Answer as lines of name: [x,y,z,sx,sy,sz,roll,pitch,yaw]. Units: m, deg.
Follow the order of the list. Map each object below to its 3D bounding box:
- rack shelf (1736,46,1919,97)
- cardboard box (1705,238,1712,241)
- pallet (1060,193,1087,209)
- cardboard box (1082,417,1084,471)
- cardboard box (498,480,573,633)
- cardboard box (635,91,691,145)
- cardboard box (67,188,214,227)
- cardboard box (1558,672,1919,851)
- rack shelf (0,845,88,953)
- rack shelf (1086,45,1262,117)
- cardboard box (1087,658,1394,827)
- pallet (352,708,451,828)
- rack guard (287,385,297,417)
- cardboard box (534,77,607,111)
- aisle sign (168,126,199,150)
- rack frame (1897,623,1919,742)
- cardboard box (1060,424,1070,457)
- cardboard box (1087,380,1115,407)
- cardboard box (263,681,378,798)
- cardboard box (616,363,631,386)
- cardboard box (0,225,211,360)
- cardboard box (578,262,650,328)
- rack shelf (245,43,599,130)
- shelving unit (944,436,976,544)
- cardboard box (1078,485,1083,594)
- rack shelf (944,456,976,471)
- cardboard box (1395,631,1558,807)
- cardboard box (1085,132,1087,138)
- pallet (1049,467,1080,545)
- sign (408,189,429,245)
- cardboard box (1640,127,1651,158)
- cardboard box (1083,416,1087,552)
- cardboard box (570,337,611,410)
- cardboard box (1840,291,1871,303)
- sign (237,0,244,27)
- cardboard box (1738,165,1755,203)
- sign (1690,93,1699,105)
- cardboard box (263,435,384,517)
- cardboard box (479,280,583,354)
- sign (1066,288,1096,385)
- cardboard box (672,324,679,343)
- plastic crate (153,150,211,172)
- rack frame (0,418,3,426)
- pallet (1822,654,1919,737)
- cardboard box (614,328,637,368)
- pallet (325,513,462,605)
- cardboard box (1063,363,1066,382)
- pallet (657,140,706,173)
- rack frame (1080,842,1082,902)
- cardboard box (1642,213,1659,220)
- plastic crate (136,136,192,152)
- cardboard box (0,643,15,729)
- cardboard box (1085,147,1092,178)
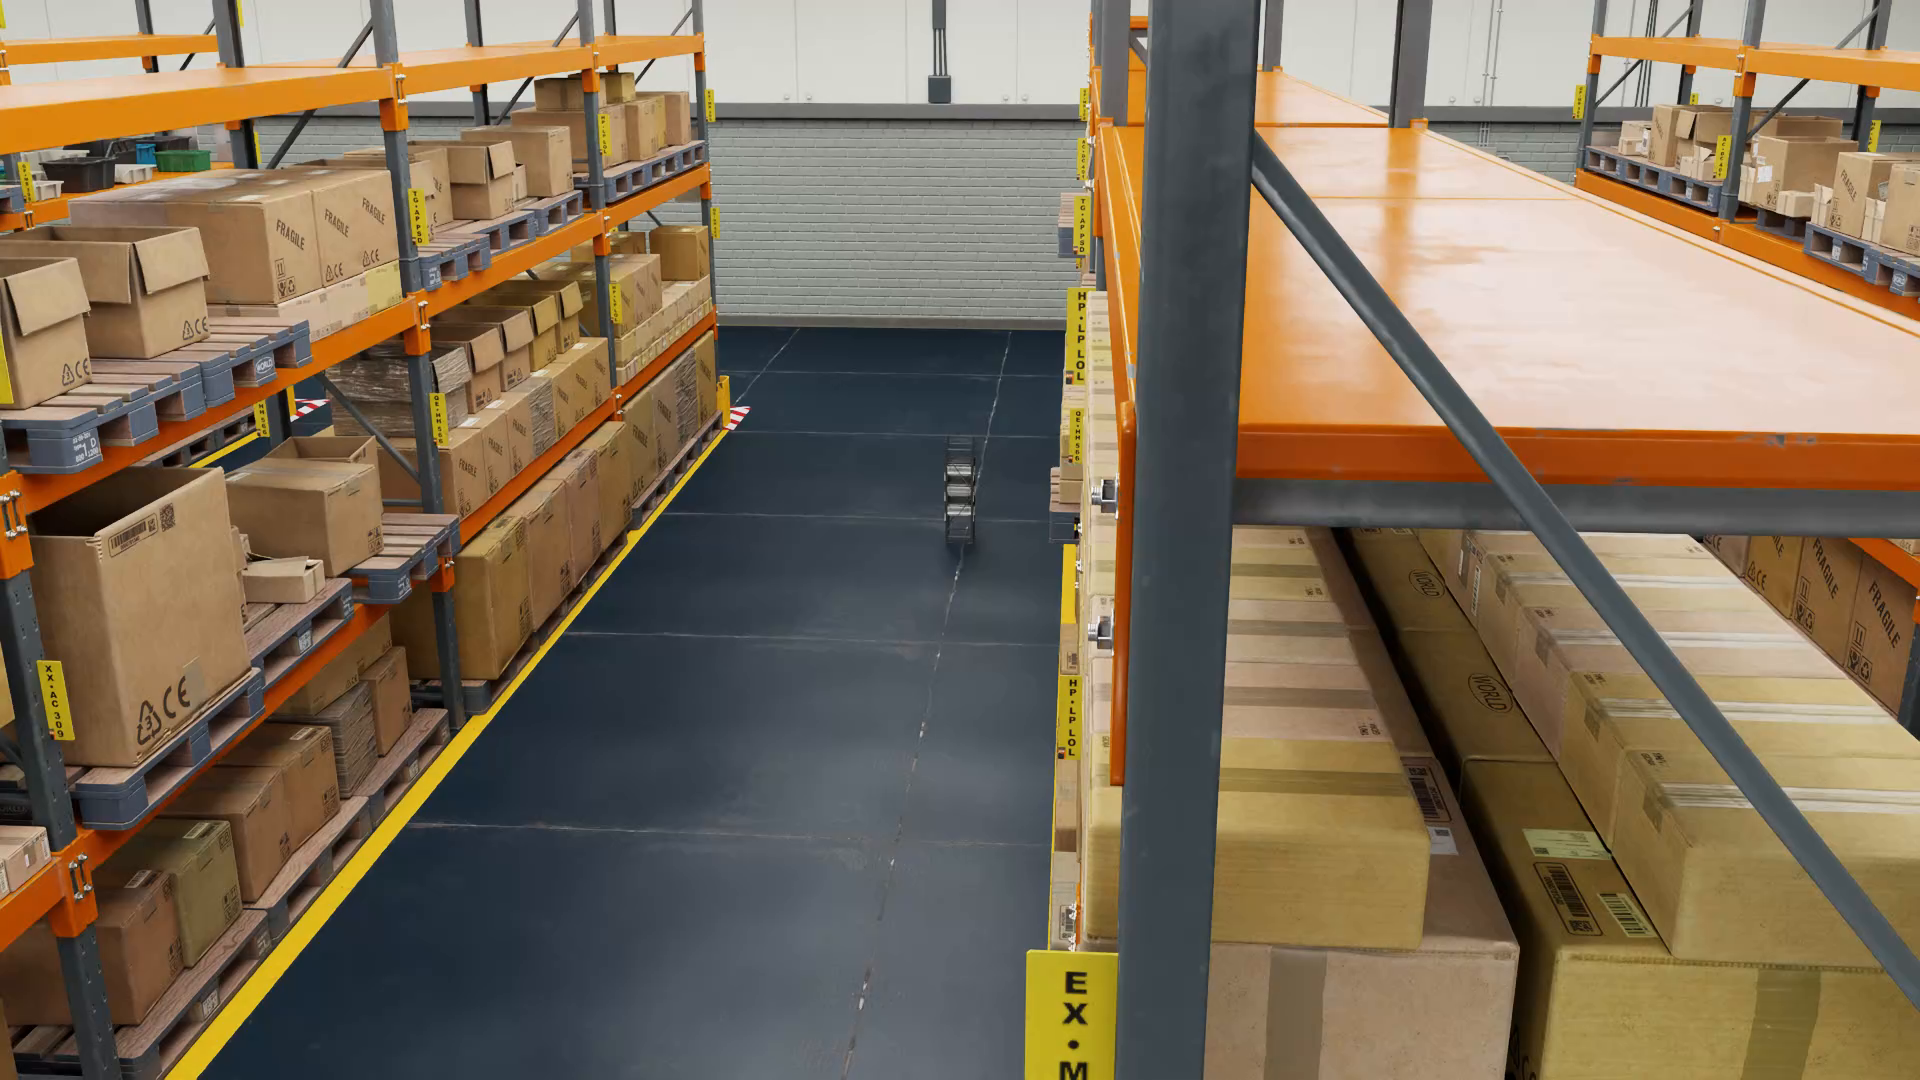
rack shelf: [6.319,-2.946,10.761,1.077,0.370,4.000,1,18,4]
cardboard box: [6.786,-2.570,14.640,0.380,0.149,0.250,1,18,4]
pallet: [1.368,-2.475,12.642,1.213,0.211,1.003,1,18,4]
cardboard box: [0.580,-0.291,5.244,0.380,0.149,0.250,1,18,3]
cardboard box: [-3.567,0.092,12.063,1.225,0.875,0.875,1,18,4]
cardboard box: [-3.119,-4.269,16.823,0.700,0.500,0.500,0,18,1]
cardboard box: [-4.068,-1.484,8.354,0.500,0.500,0.500,1,18,2]
cardboard box: [1.018,0.293,2.183,0.380,0.149,0.250,1,18,4]
rack shelf: [-4.139,1.978,4.725,1.077,0.370,4.000,1,18,4]
rack shelf: [1.375,-3.026,11.002,1.077,0.370,4.000,1,18,4]
cardboard box: [0.363,0.277,2.230,0.380,0.149,0.250,1,18,4]
pallet: [-3.766,1.340,9.994,1.003,0.211,1.213,1,18,4]
rack guard: [-8.086,-1.643,18.633,1.175,0.500,0.348,1,18,4]
cardboard box: [-3.348,-3.838,14.302,0.500,0.250,0.500,0,18,0]
aisle sign: [-8.366,-4.087,17.904,0.394,0.787,0.004,1,18,4]
rack frame: [6.176,-0.006,9.625,1.000,3.000,0.127,1,18,4]
cardboard box: [0.809,-0.611,10.243,0.380,0.149,0.250,1,18,2]
cardboard box: [0.490,-0.274,3.914,0.380,0.149,0.250,1,18,4]
cardboard box: [-3.764,1.132,9.458,0.700,0.500,0.500,0,18,-1]
cardboard box: [-3.069,-1.435,14.388,0.380,0.149,0.250,1,18,4]
cardboard box: [-3.796,-1.096,7.292,0.797,0.503,0.637,2,18,6]
cardboard box: [-3.089,-2.192,14.855,0.500,0.500,0.500,1,18,4]
rack shelf: [-3.565,-3.168,11.436,1.077,0.370,4.000,1,18,4]
shelving unit: [0.001,-0.430,14.291,0.258,0.900,0.210,1,18,4]
cardboard box: [0.930,0.000,9.444,0.500,0.500,0.500,1,18,5]
rack shelf: [0.001,-0.655,14.217,0.258,0.077,0.200,1,18,4]
cardboard box: [0.984,0.355,2.634,0.500,0.250,0.500,1,18,3]
cardboard box: [1.395,-3.555,15.077,0.500,0.250,0.500,1,18,2]
pallet: [1.176,-0.218,10.579,1.213,0.211,1.003,1,18,4]
sign: [-3.167,-1.886,9.714,0.100,0.325,0.005,1,18,4]
cardboard box: [6.592,-3.657,15.258,0.500,0.311,0.500,2,18,5]
cardboard box: [0.560,-0.127,4.103,0.500,0.250,0.500,1,18,3]
cardboard box: [-3.183,-1.366,13.614,0.500,0.500,0.500,1,18,4]
cardboard box: [6.681,-1.627,12.805,0.500,0.500,0.500,2,18,6]
sign: [-7.525,-5.513,17.314,0.100,0.325,0.005,1,18,4]
cardboard box: [6.078,-2.662,12.454,0.396,0.266,0.258,1,18,3]
sign: [7.290,-4.283,16.565,0.100,0.325,0.005,1,18,4]
cardboard box: [-3.707,-0.306,9.705,0.500,0.500,0.500,-1,18,-3]
cardboard box: [-3.459,-1.796,13.314,0.797,0.503,0.637,1,18,2]
sign: [0.403,-0.673,5.506,0.100,0.325,0.005,1,18,4]
cardboard box: [-2.942,-2.000,16.113,0.380,0.149,0.250,2,18,5]
plastic crate: [-7.861,-3.835,16.832,0.450,0.188,0.336,1,18,4]
rack frame: [-3.995,-1.836,5.575,1.000,3.000,0.127,1,18,4]
pallet: [6.308,1.076,10.801,1.003,0.211,1.213,1,18,4]
cardboard box: [-3.127,-1.680,14.496,0.500,0.250,0.500,1,18,3]
pallet: [-3.653,0.087,9.647,1.213,0.211,1.003,1,18,4]
cardboard box: [0.940,-1.177,11.971,0.380,0.149,0.250,2,18,6]
pallet: [-3.178,-3.865,16.726,1.003,0.211,1.213,1,18,4]
rack frame: [0.945,1.157,6.075,1.000,3.000,0.127,1,18,4]
cardboard box: [6.929,-3.127,16.339,0.380,0.149,0.250,2,18,5]
plastic crate: [-8.381,-4.073,17.428,0.497,0.269,0.590,1,18,4]
cardboard box: [-3.753,0.497,5.846,0.500,0.500,0.500,1,18,4]
cardboard box: [1.277,-2.525,11.654,0.797,0.503,0.637,1,18,3]
